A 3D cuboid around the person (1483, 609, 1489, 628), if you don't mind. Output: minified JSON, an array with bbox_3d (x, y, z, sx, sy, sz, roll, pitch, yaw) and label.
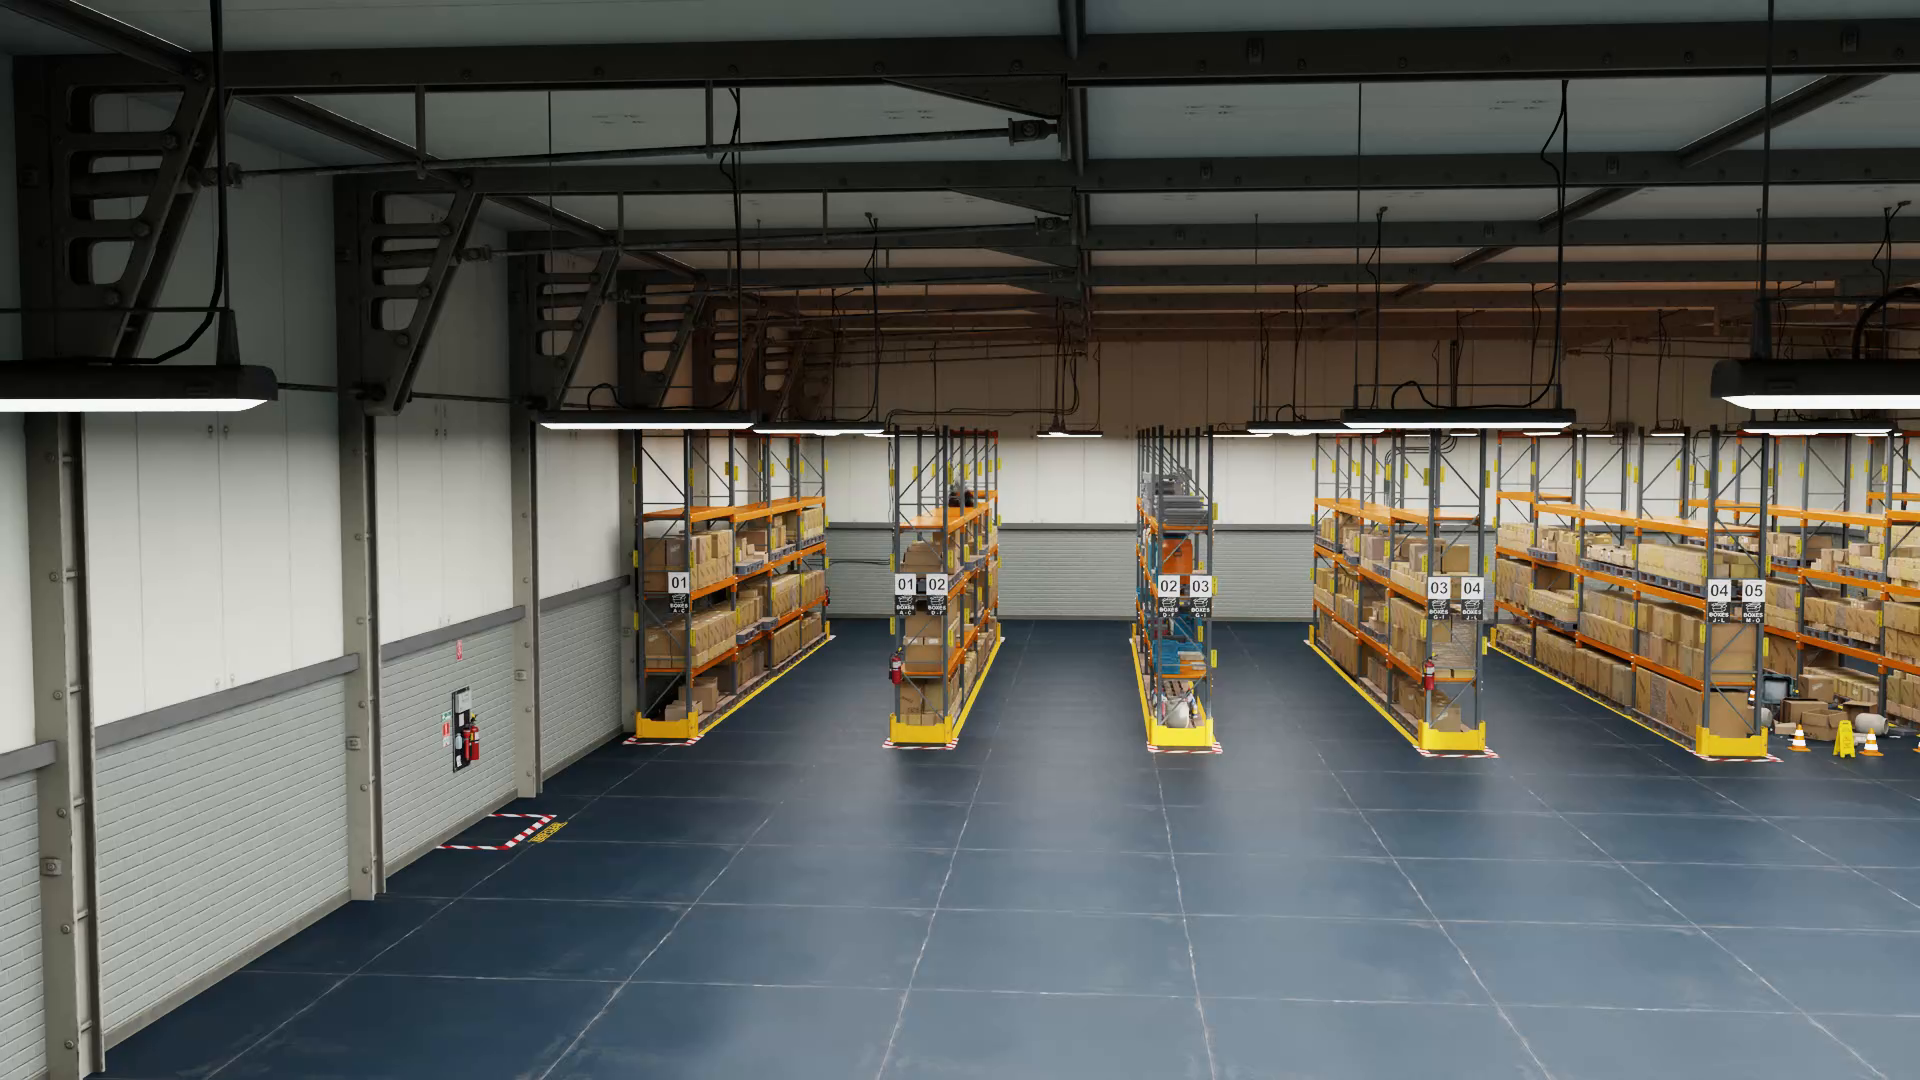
[{"bbox_3d":[13.281,2.309,42.758,0.592,1.733,0.851,1,4,13],"label":"person"}]

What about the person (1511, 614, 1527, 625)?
[{"bbox_3d":[16.061,2.060,47.440,0.646,1.690,0.580,0,3,6],"label":"person"}]

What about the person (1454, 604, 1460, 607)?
[{"bbox_3d":[13.547,2.163,46.045,0.619,1.619,0.780,3,5,40],"label":"person"}]
